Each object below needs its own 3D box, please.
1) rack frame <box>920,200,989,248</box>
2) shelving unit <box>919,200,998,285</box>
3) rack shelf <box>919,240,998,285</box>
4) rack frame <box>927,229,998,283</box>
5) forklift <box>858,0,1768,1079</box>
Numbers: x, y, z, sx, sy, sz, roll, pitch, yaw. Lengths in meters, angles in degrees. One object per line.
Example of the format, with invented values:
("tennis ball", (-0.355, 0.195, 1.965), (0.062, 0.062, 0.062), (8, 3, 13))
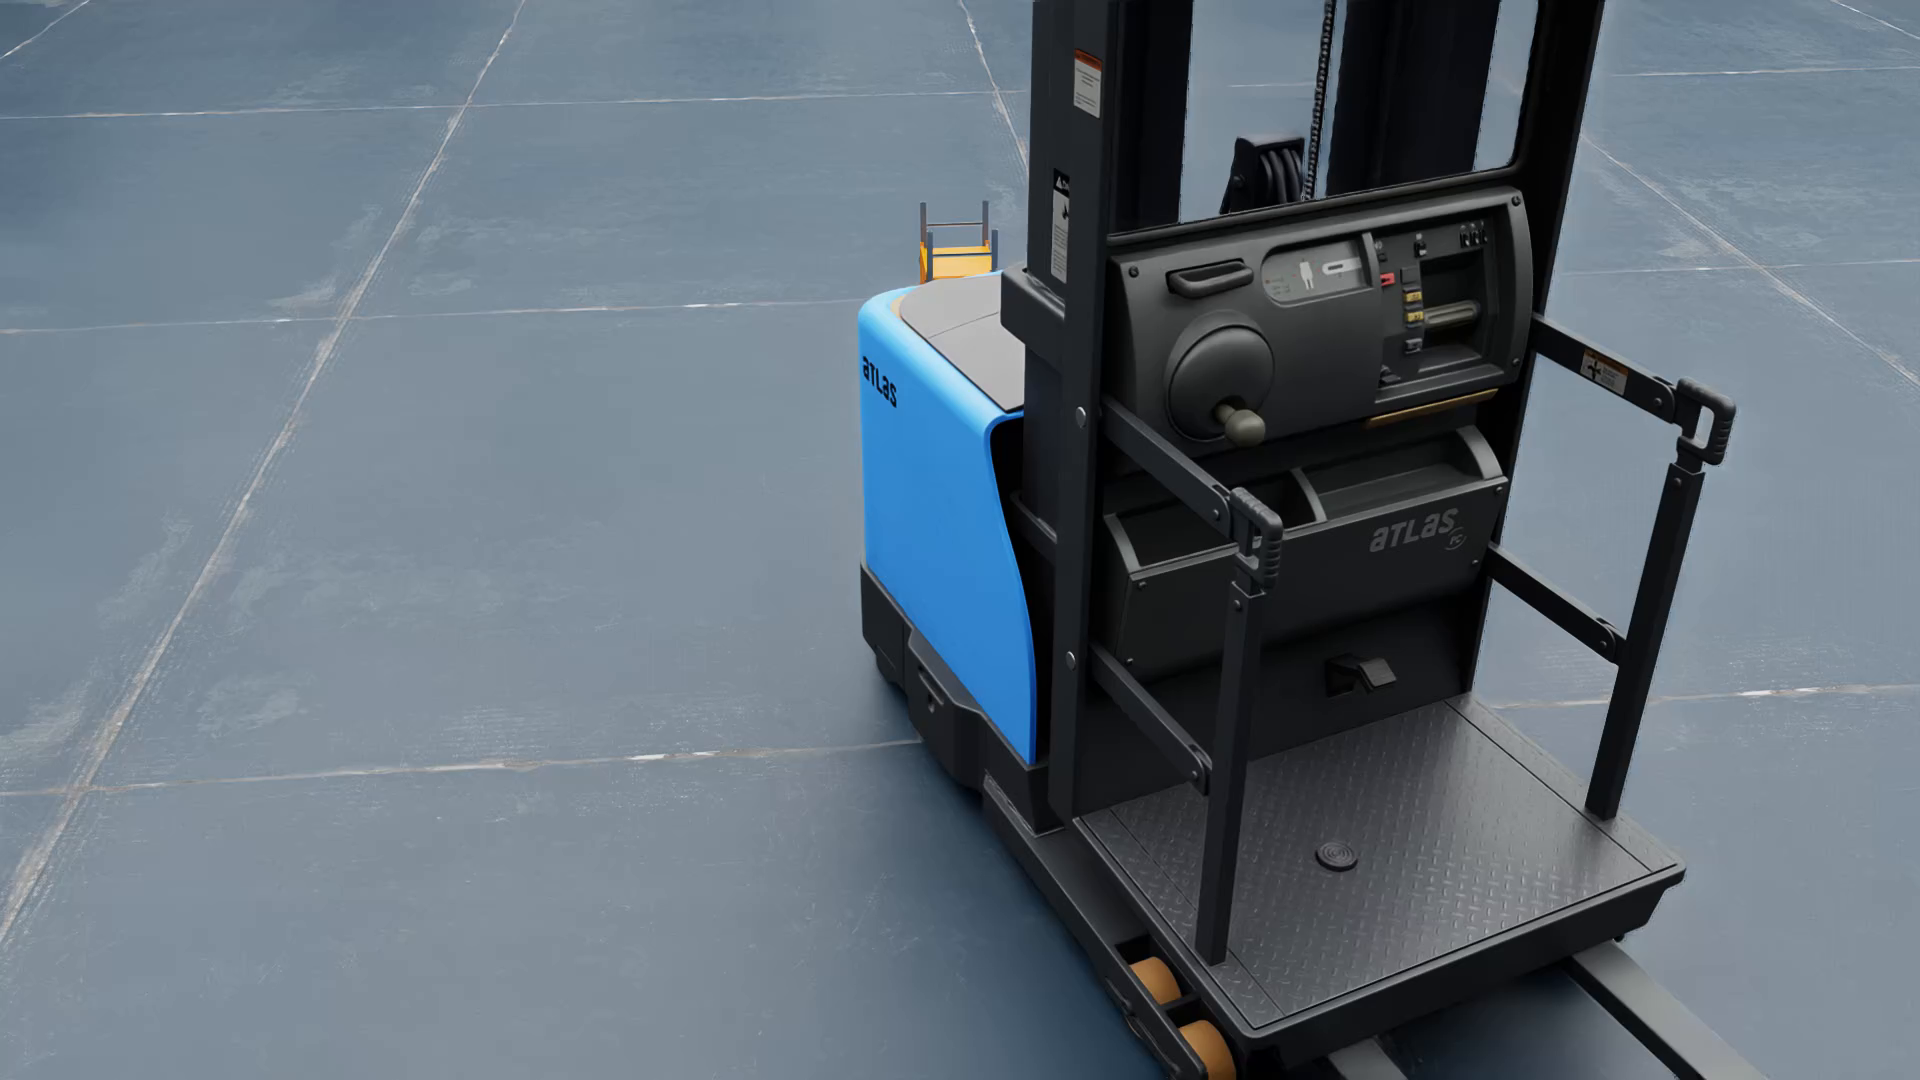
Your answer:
("rack frame", (-0.016, -0.540, 5.131), (0.200, 1.050, 0.008), (-3, 31, -5))
("shelving unit", (-0.005, -0.478, 5.027), (0.215, 1.050, 0.252), (-3, 31, -5))
("rack shelf", (-0.005, -0.713, 4.886), (0.215, 0.259, 0.240), (-3, 31, -5))
("rack frame", (0.006, -0.416, 4.922), (0.200, 1.050, 0.008), (-3, 31, -5))
("forklift", (0.813, -0.379, 3.027), (1.130, 2.935, 3.031), (-14, 33, -22))
